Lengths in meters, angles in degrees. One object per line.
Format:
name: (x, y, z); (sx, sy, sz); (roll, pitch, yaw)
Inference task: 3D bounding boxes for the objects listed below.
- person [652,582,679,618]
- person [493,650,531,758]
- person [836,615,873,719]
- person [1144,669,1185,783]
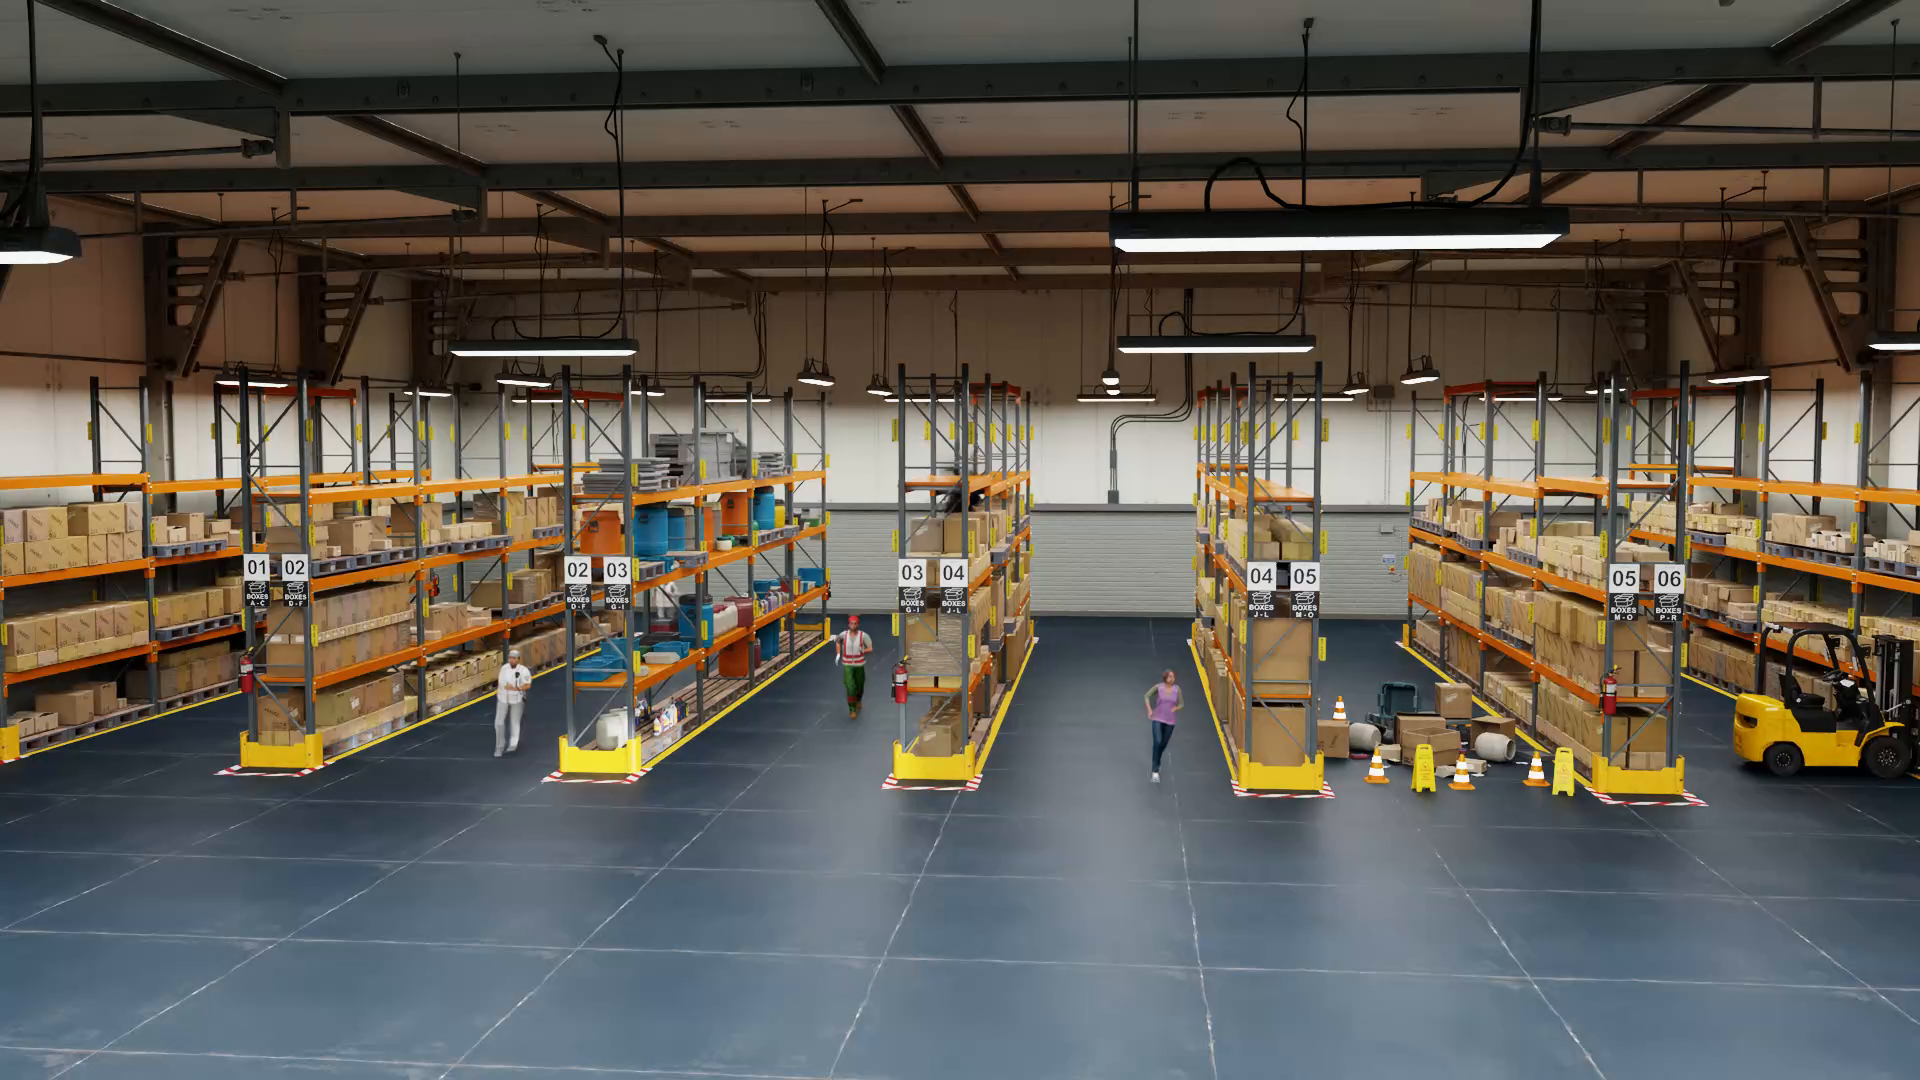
person: (-6.988, 1.592, 39.422); (0.677, 1.819, 0.864); (0, 4, -1)
person: (-6.929, 2.545, 25.857); (0.595, 1.718, 0.677); (0, 4, 0)
person: (-1.860, 2.200, 29.263); (0.661, 1.769, 0.993); (0, 4, -3)
person: (2.980, 2.662, 24.207); (0.568, 1.599, 0.826); (0, 4, -6)
